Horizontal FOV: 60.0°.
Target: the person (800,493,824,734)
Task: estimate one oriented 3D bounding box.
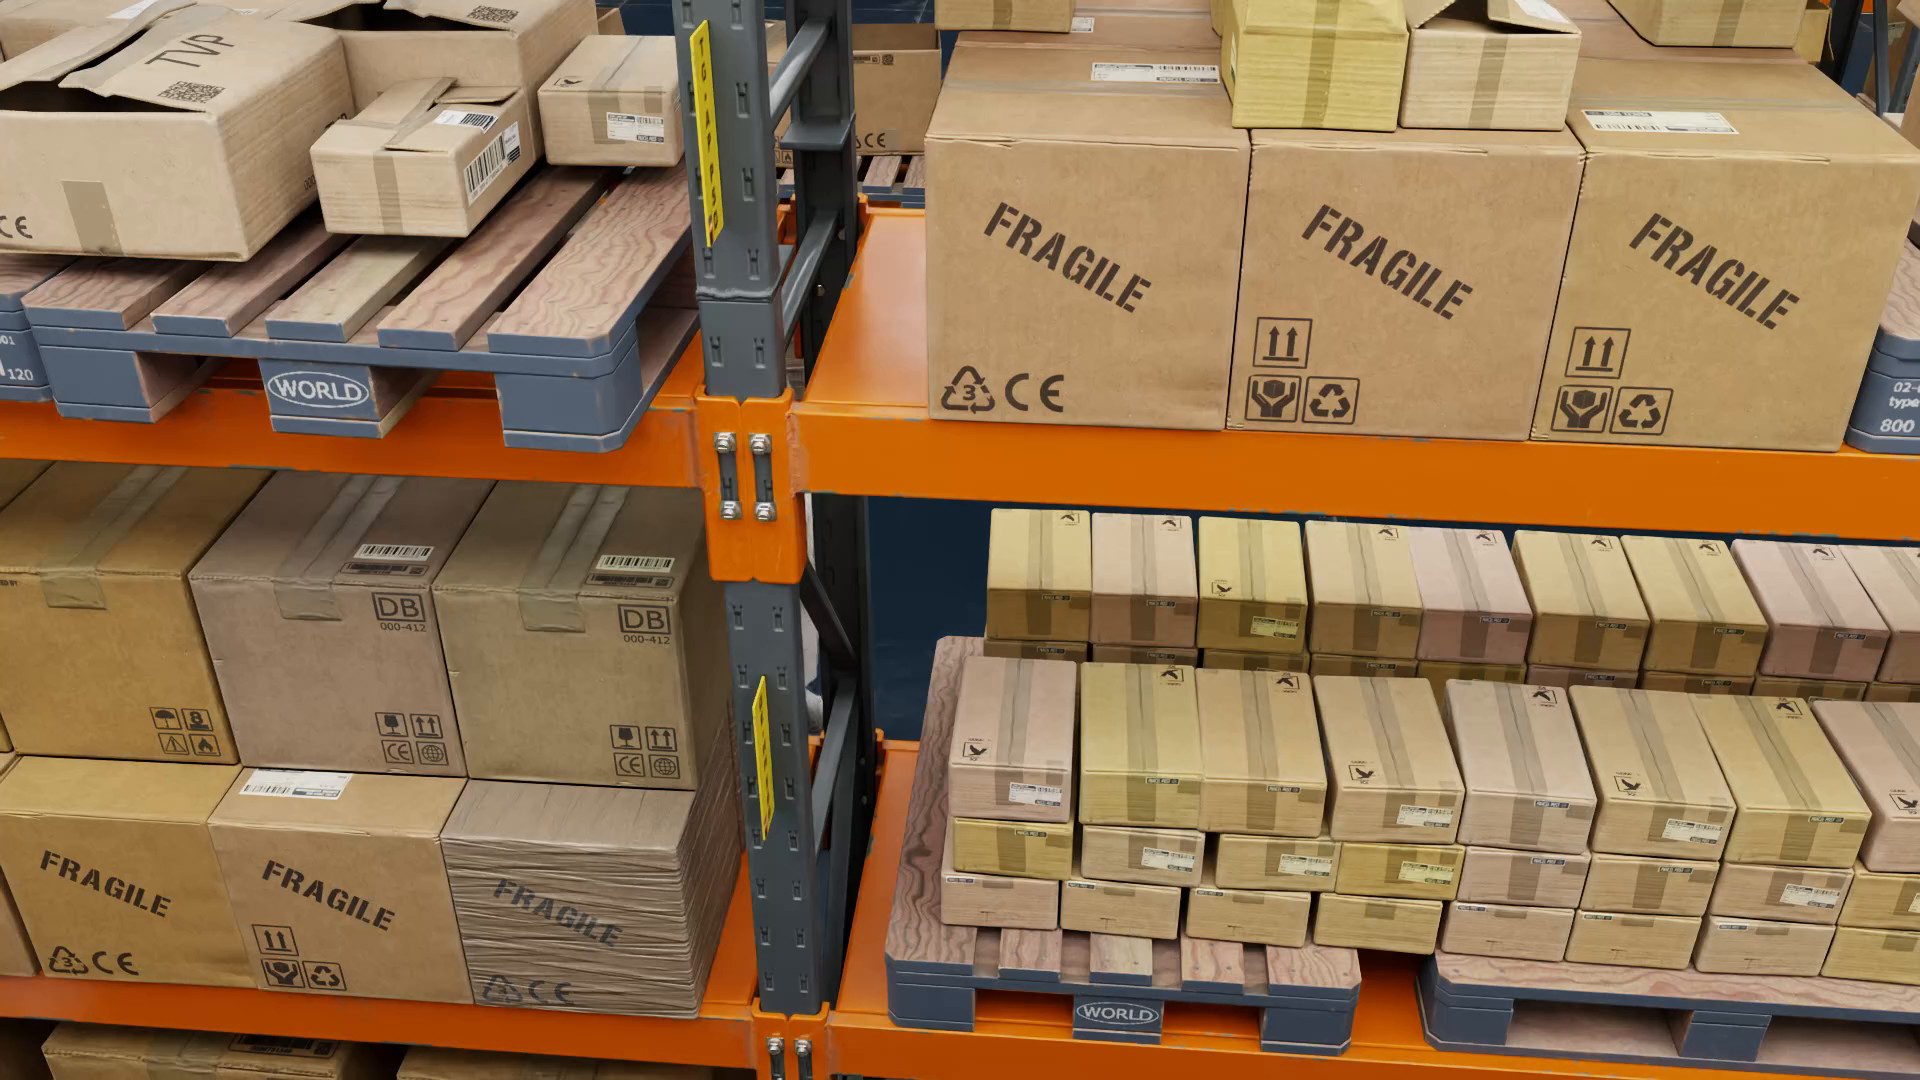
[{"bbox_3d":[-0.651,0.240,5.741,0.569,1.777,0.630,-13,34,-20],"label":"person"}]
